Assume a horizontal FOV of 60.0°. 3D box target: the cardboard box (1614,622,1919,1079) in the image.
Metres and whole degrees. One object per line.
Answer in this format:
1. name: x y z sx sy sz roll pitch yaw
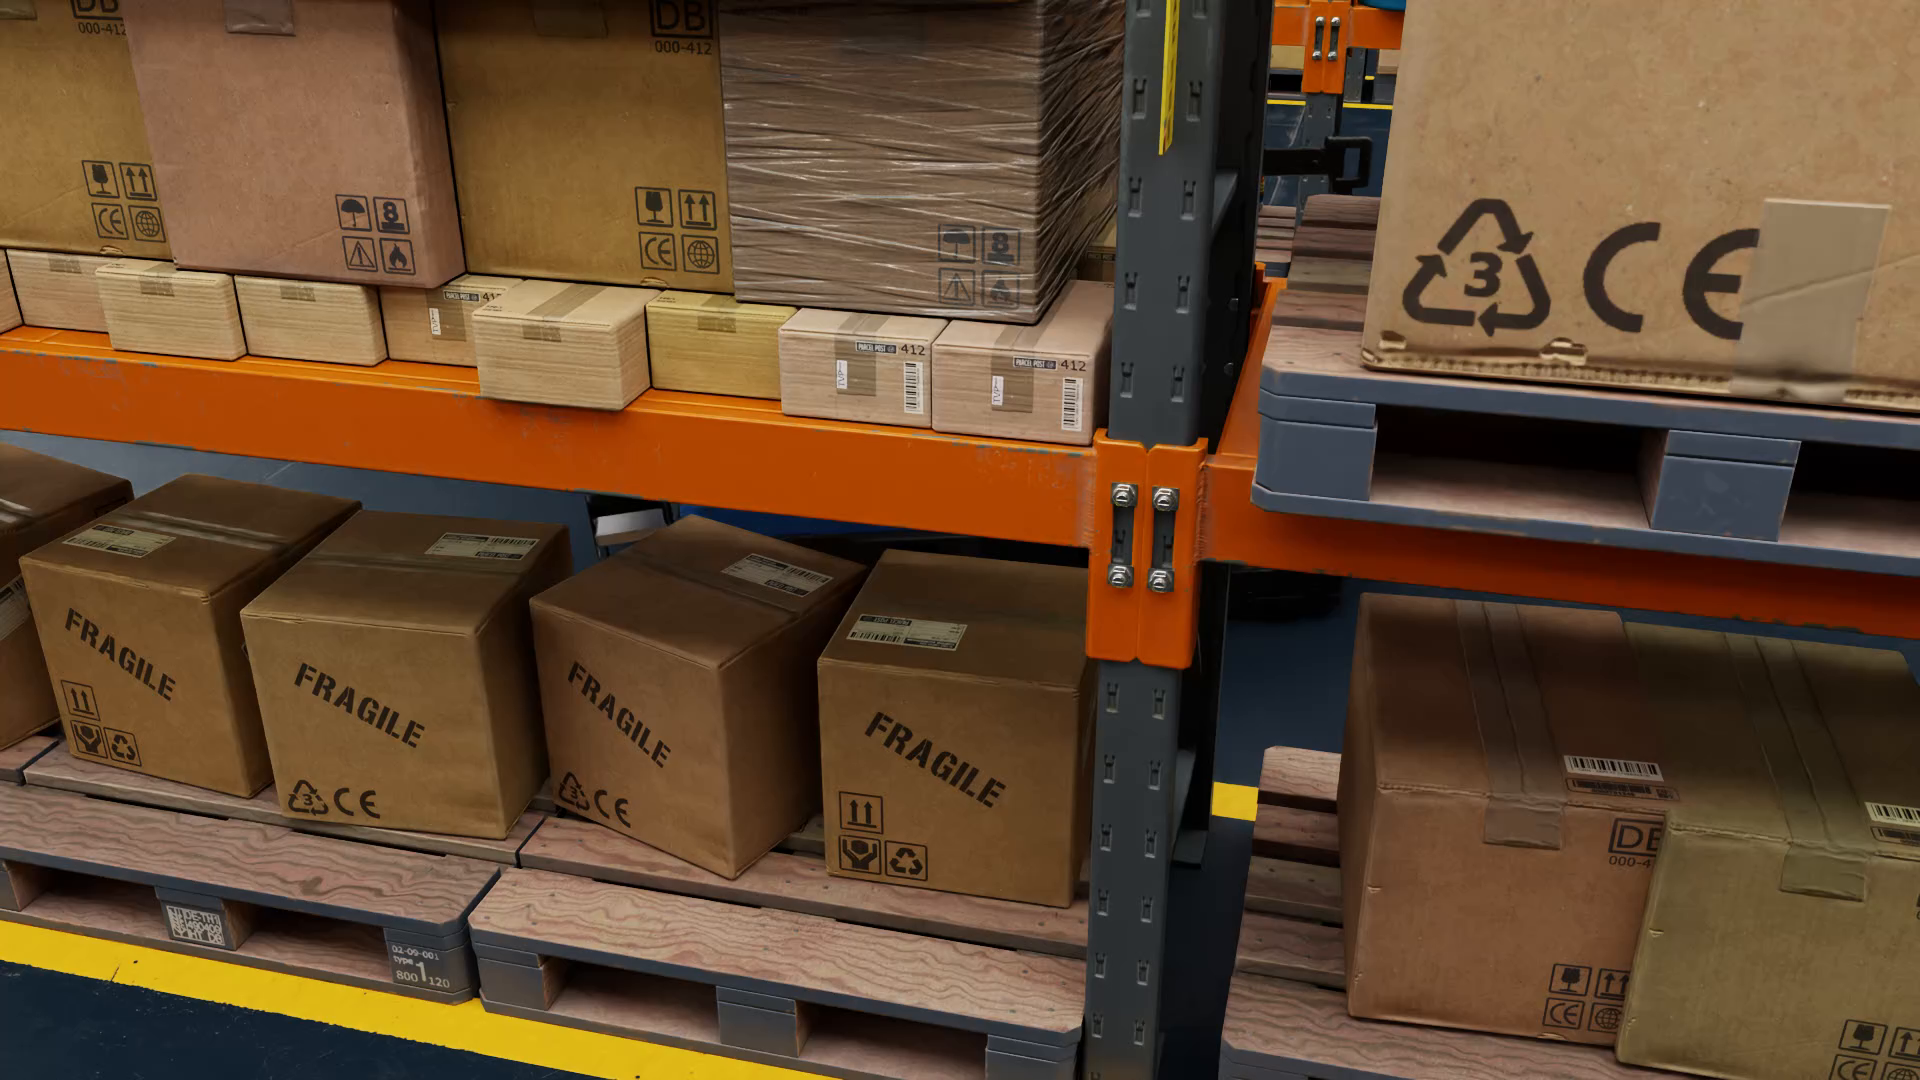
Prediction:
1. cardboard box: 1.452 0.553 2.994 0.500 0.500 0.700 6 26 13

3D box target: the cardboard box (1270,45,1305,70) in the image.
1. cardboard box: 2.372 -3.541 11.908 0.500 0.250 0.500 6 26 13

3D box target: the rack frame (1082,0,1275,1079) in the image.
1. rack frame: 0.405 -0.510 2.832 0.127 3.000 1.000 6 26 13

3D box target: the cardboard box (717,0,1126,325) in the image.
1. cardboard box: -0.015 -0.764 2.902 0.500 0.500 0.875 6 26 13

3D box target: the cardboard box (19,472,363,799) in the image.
1. cardboard box: -1.679 0.199 3.762 0.500 0.500 0.500 9 27 18

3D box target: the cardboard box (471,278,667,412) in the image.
1. cardboard box: -0.613 -0.360 2.810 0.250 0.149 0.380 6 26 13

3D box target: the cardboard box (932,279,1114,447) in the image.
1. cardboard box: 0.124 -0.297 2.678 0.250 0.149 0.380 6 26 13

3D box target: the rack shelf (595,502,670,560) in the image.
1. rack shelf: -0.936 -0.046 4.775 0.200 0.077 0.258 -9 26 -6

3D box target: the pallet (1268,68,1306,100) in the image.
1. pallet: 2.116 -3.478 12.309 1.213 0.211 1.003 6 26 13

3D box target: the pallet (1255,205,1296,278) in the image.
1. pallet: 0.999 -1.402 7.950 1.213 0.211 1.003 6 26 13

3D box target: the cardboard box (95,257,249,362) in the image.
1. cardboard box: -1.325 -0.464 3.028 0.250 0.149 0.380 6 26 13

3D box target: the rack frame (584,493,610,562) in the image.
1. rack frame: -1.056 -0.221 4.671 0.006 0.900 0.240 -9 26 -6

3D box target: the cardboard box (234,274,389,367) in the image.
1. cardboard box: -1.075 -0.452 3.002 0.250 0.149 0.380 6 26 13

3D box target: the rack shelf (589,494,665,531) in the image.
1. rack shelf: -0.945 -0.126 4.735 0.200 0.077 0.258 -9 26 -6

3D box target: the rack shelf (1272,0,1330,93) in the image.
1. rack shelf: -0.298 -2.462 7.768 4.000 0.370 1.077 6 26 13

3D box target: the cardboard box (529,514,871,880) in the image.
1. cardboard box: -0.529 0.311 3.526 0.500 0.500 0.500 15 30 29

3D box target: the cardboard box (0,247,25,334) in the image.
1. cardboard box: -1.824 -0.494 3.091 0.250 0.149 0.380 6 26 13

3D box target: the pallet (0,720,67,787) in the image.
1. pallet: -2.617 0.430 4.101 1.213 0.211 1.003 6 26 13

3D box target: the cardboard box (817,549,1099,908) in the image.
1. cardboard box: 0.028 0.369 3.404 0.500 0.500 0.500 6 26 11

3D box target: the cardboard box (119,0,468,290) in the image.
1. cardboard box: -1.000 -0.843 3.070 0.500 0.500 0.875 6 26 13

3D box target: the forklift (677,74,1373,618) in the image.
1. forklift: 0.681 -1.324 4.620 3.031 2.935 1.130 -2 26 -5

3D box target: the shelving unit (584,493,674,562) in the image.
1. shelving unit: -0.956 -0.236 4.681 0.210 0.900 0.258 -9 26 -6

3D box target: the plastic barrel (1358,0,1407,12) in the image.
1. plastic barrel: 1.937 -2.631 6.704 0.708 0.901 0.600 6 26 13

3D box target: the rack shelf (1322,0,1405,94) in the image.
1. rack shelf: 3.576 -2.033 6.868 4.000 0.370 1.077 6 26 13

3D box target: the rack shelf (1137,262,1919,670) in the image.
1. rack shelf: 2.342 0.029 2.537 4.000 0.370 1.077 6 26 13

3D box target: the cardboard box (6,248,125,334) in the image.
1. cardboard box: -1.548 -0.523 3.151 0.250 0.149 0.380 6 26 13

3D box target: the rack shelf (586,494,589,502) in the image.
1. rack shelf: -0.953 -0.207 4.696 0.200 0.077 0.258 -9 26 -6

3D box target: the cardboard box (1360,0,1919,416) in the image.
1. cardboard box: 1.140 -0.827 2.312 1.000 1.000 1.000 6 26 13

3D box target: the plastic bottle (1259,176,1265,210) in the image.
1. plastic bottle: 1.439 -1.756 8.110 0.097 0.271 0.097 0 25 0

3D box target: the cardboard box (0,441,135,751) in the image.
1. cardboard box: -2.281 0.124 3.919 0.500 0.500 0.500 14 29 26

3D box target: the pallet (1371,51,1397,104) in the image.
1. pallet: 3.599 -3.312 11.962 1.213 0.211 1.003 6 26 13

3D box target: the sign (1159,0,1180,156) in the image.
1. sign: 0.277 -0.674 2.170 0.005 0.325 0.100 6 26 13

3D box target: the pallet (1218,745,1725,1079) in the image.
1. pallet: 1.160 0.831 3.258 1.213 0.211 1.003 6 26 13

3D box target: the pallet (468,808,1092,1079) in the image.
1. pallet: -0.254 0.692 3.552 1.213 0.211 1.003 6 26 13

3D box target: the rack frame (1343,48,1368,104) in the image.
1. rack frame: 2.876 -4.634 11.494 0.127 3.000 1.000 6 26 13

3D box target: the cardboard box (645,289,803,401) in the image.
1. cardboard box: -0.343 -0.380 2.851 0.250 0.149 0.380 6 26 13

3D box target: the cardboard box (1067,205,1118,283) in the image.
1. cardboard box: 0.272 -0.545 3.198 0.250 0.149 0.380 6 26 13

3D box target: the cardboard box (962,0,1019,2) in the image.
1. cardboard box: -0.099 -1.075 2.392 0.500 0.500 0.500 6 26 13

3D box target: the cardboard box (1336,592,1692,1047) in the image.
1. cardboard box: 0.994 0.494 3.118 0.500 0.500 0.700 4 26 9

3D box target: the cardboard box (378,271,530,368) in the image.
1. cardboard box: -0.822 -0.442 2.981 0.250 0.149 0.380 6 26 13

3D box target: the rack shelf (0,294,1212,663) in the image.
1. rack shelf: -1.532 -0.400 3.437 4.000 0.370 1.077 6 26 13

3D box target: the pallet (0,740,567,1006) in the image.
1. pallet: -1.439 0.562 3.824 1.213 0.211 1.003 6 26 13

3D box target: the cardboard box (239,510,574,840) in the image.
1. cardboard box: -1.150 0.277 3.597 0.500 0.500 0.500 4 26 8

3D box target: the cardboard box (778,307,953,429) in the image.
1. cardboard box: -0.116 -0.328 2.742 0.250 0.149 0.380 6 26 13

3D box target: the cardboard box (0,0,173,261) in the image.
1. cardboard box: -1.474 -0.914 3.218 0.500 0.500 0.875 6 26 13

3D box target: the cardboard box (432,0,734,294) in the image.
1. cardboard box: -0.491 -0.832 3.045 0.500 0.500 0.875 6 26 13

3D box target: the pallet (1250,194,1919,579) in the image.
1. pallet: 1.109 -0.281 2.574 1.213 0.211 1.003 6 26 13

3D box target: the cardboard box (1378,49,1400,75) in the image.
1. cardboard box: 3.205 -3.436 11.687 0.500 0.250 0.500 6 26 12

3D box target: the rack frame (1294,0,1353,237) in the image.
1. rack frame: 1.639 -2.572 7.163 0.127 3.000 1.000 6 26 13

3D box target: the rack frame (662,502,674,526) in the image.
1. rack frame: -0.856 -0.252 4.691 0.006 0.900 0.240 -9 26 -6
